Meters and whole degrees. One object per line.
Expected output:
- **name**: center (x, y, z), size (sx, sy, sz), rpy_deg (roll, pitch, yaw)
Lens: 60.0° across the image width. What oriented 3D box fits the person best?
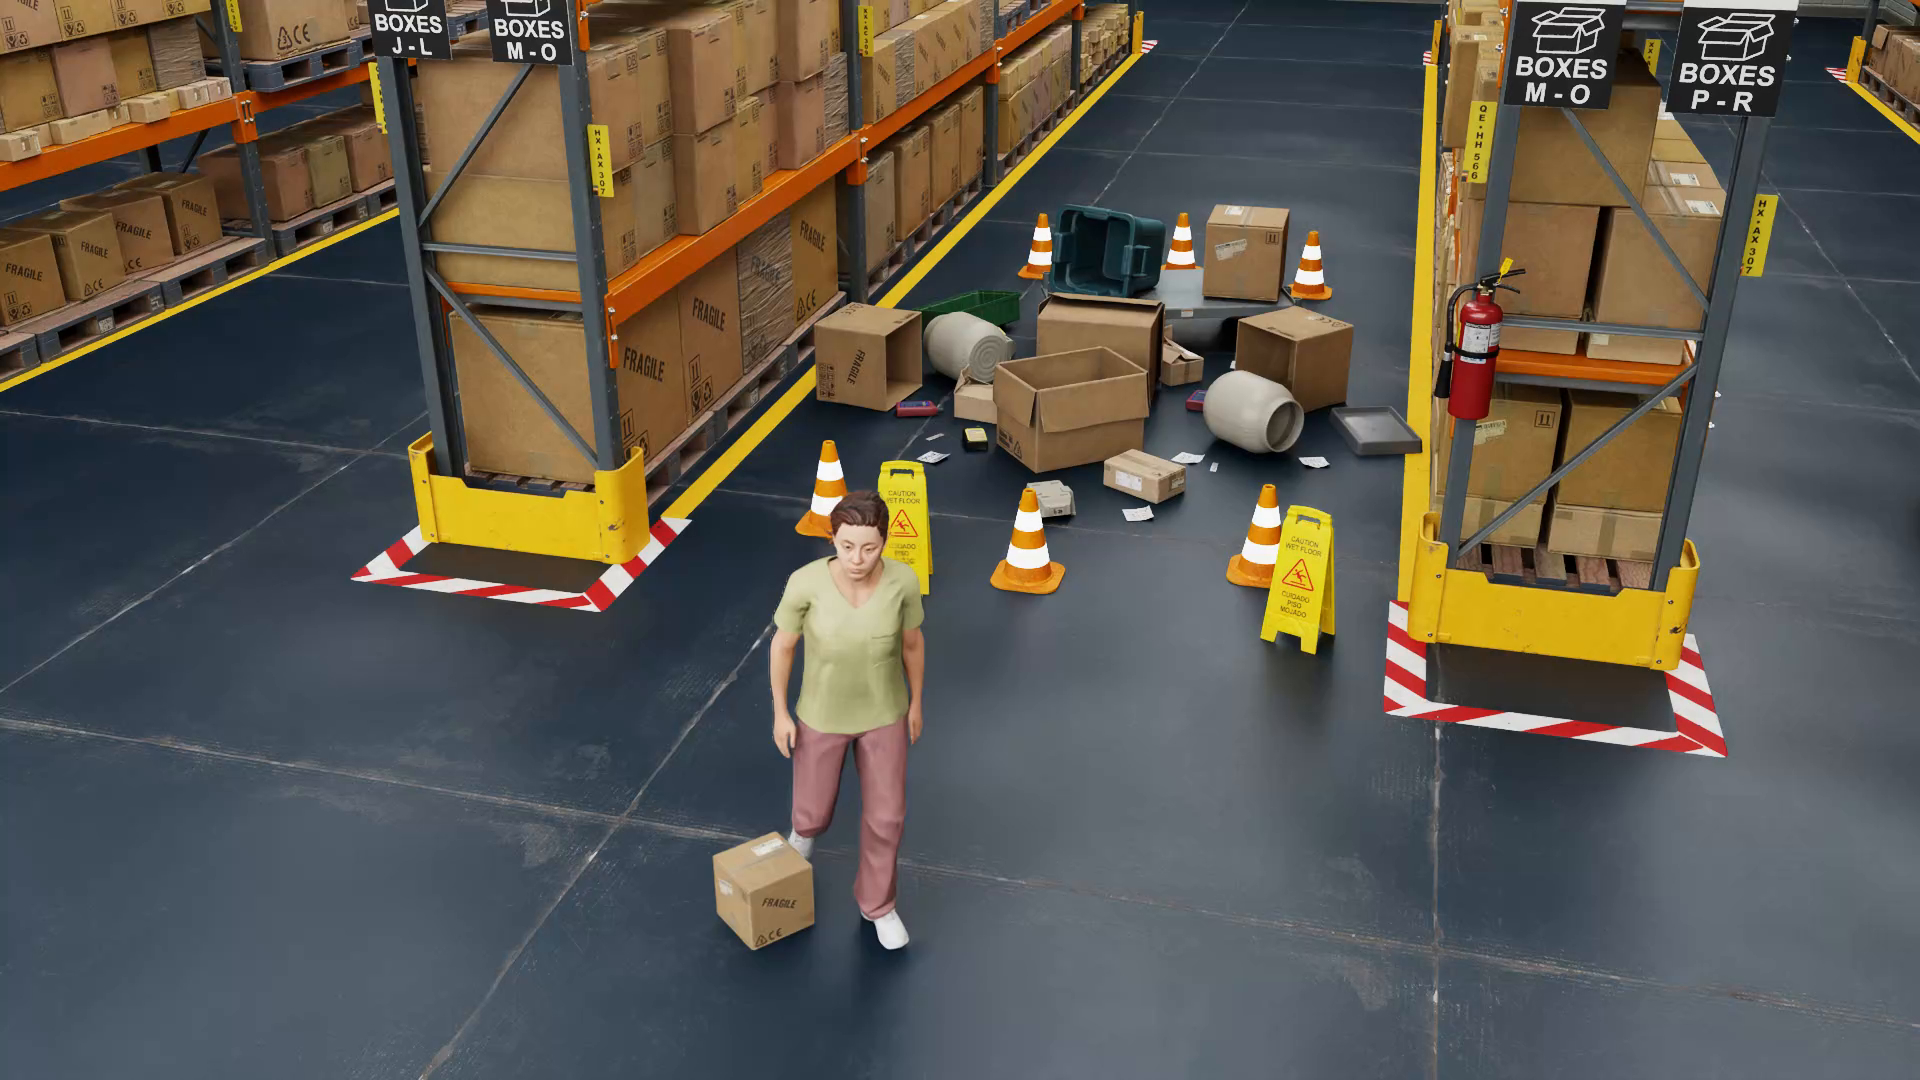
- **person**: center (-0.375, 0.524, 5.491), size (0.502, 1.654, 0.644), rpy_deg (-4, 26, -9)
